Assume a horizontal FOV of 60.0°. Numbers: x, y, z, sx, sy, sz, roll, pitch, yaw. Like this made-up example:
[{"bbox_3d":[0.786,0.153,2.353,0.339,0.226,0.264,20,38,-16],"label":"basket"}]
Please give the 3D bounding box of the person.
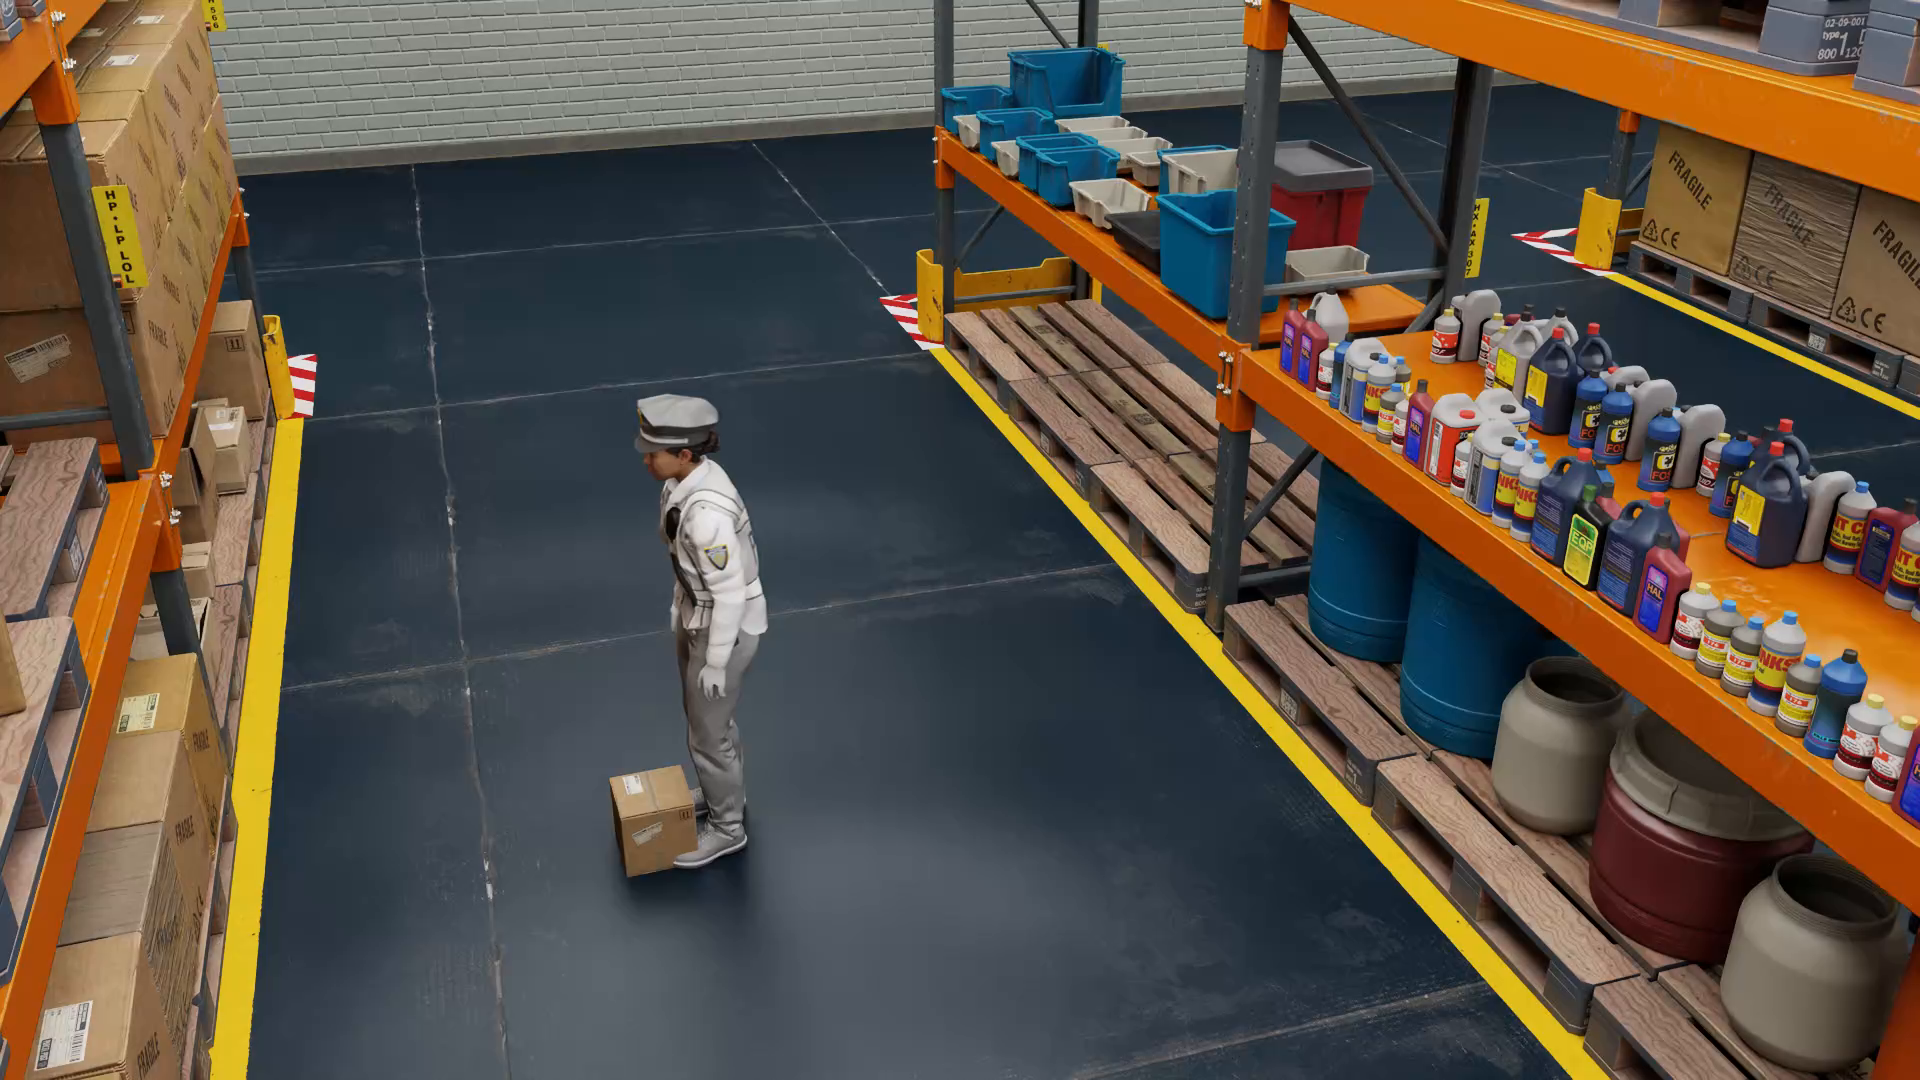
[{"bbox_3d":[-0.847,0.307,5.495,0.406,1.664,0.540,-9,28,-18],"label":"person"}]
